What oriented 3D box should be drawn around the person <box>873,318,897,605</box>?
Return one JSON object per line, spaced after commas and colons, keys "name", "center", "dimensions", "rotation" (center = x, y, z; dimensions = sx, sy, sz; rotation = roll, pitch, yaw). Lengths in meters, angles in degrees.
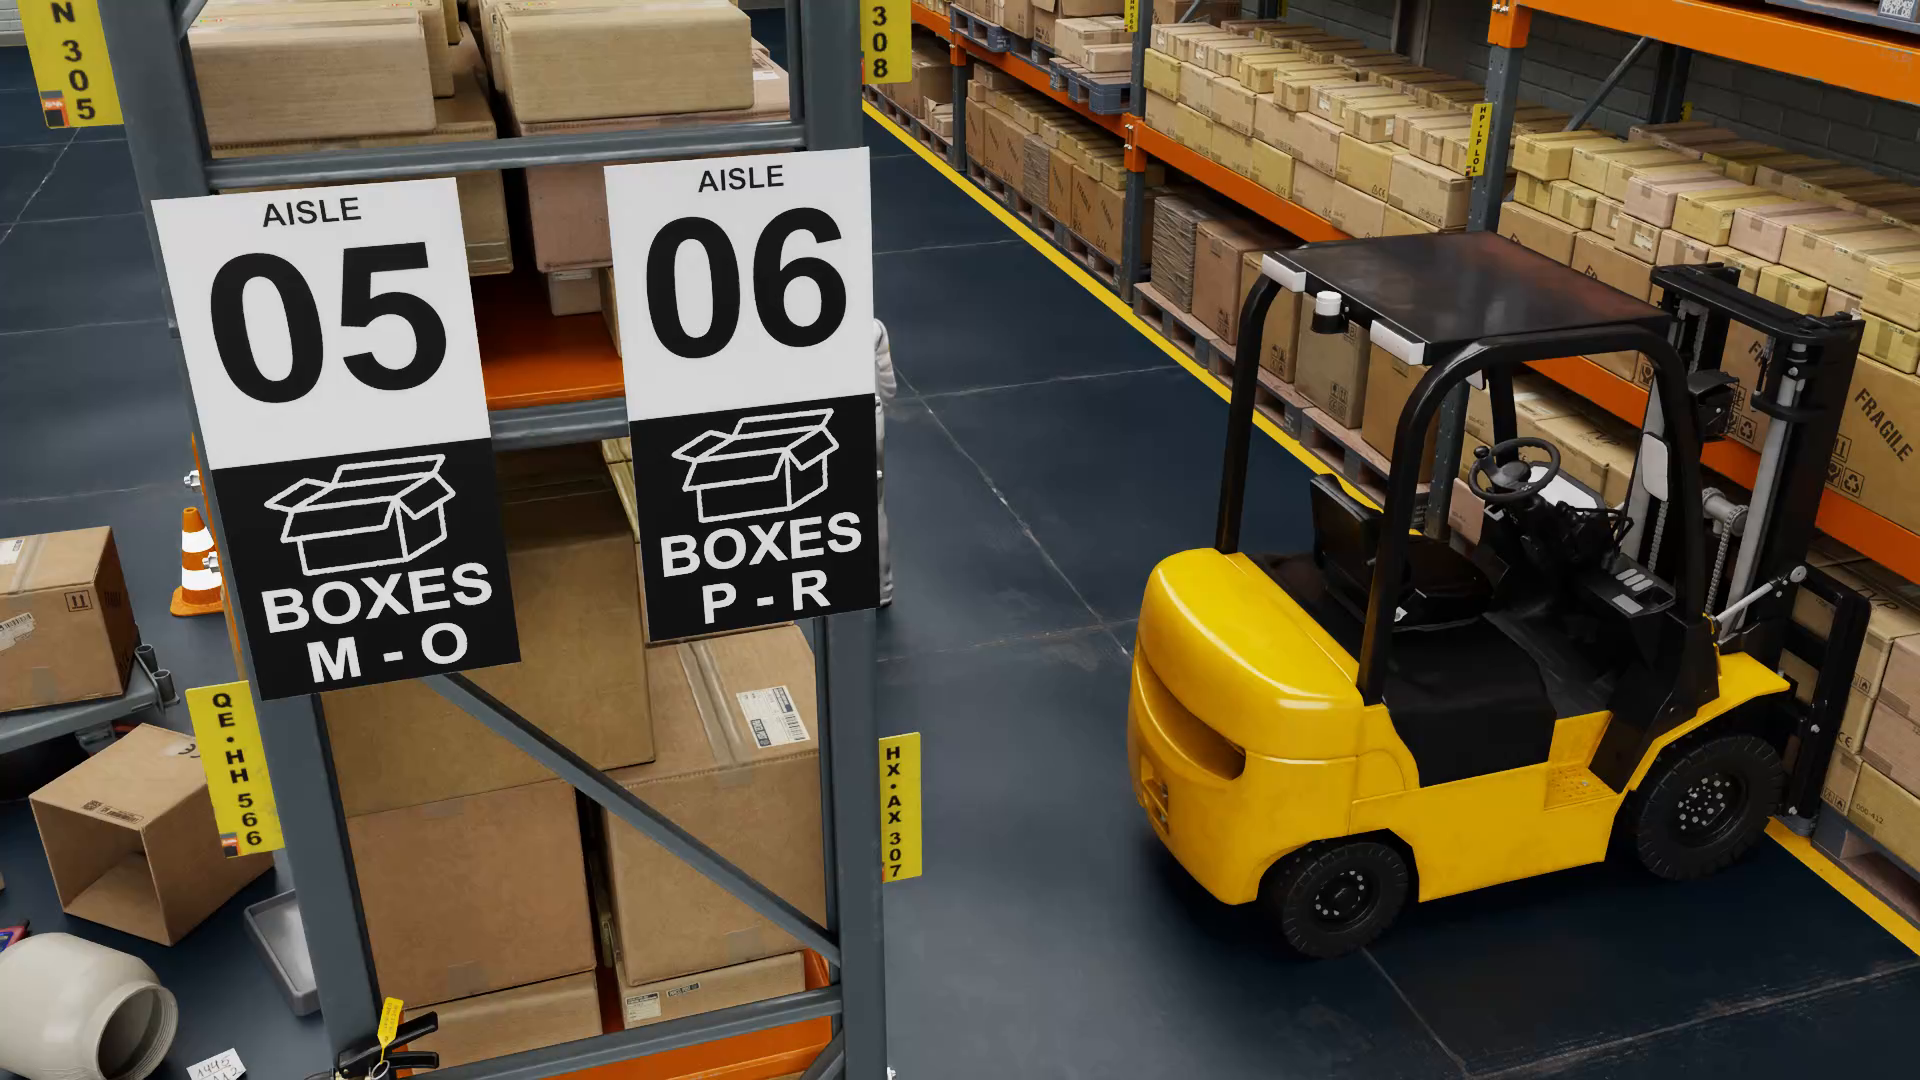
{"name": "person", "center": [-0.534, -0.457, 7.511], "dimensions": [0.504, 1.678, 0.372], "rotation": [-9, 28, -18]}
